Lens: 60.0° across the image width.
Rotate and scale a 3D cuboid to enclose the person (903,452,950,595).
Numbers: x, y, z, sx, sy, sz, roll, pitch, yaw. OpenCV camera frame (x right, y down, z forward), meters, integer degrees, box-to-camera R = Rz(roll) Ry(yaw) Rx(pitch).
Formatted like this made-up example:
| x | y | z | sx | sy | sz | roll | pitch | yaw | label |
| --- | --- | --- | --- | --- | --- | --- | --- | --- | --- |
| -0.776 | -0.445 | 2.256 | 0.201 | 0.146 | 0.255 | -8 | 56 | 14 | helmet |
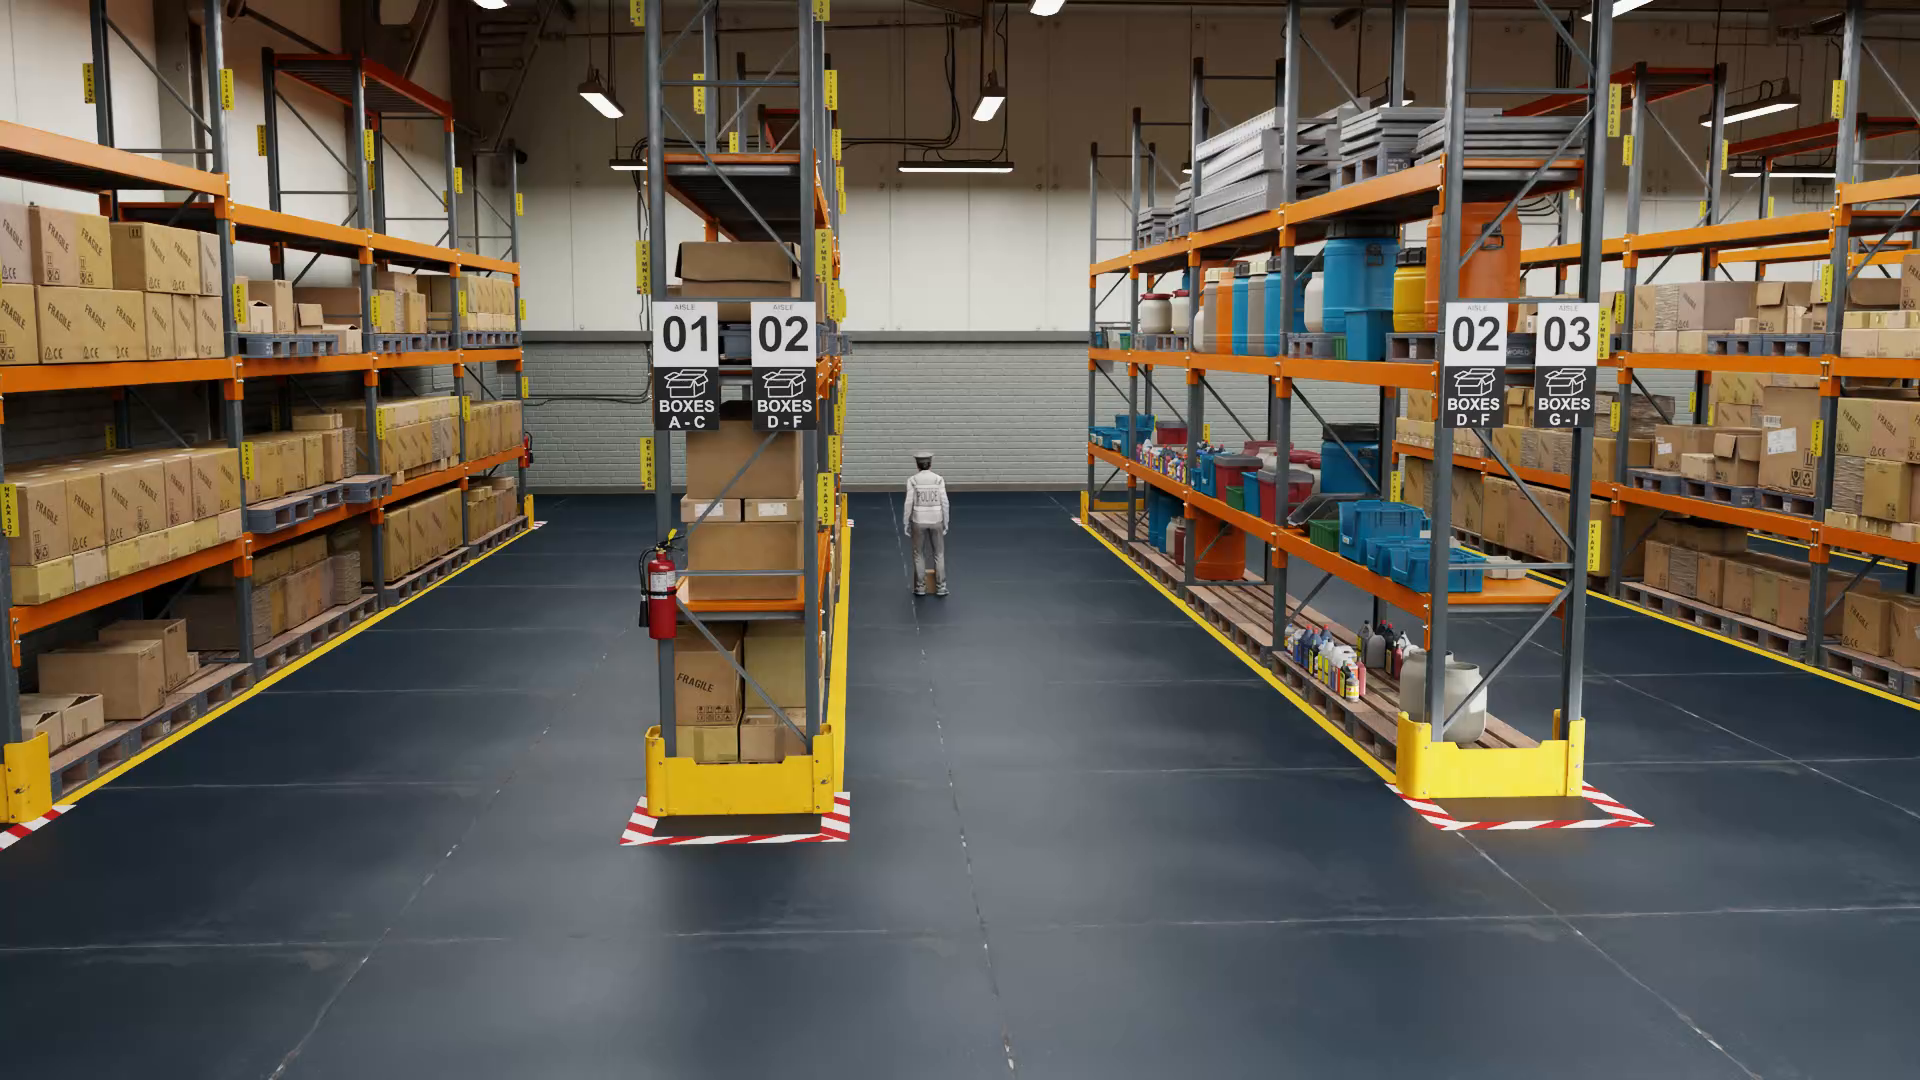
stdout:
| x | y | z | sx | sy | sz | roll | pitch | yaw | label |
| --- | --- | --- | --- | --- | --- | --- | --- | --- | --- |
| -0.388 | -0.186 | 19.257 | 0.536 | 1.663 | 0.405 | -1 | 7 | -5 | person |
